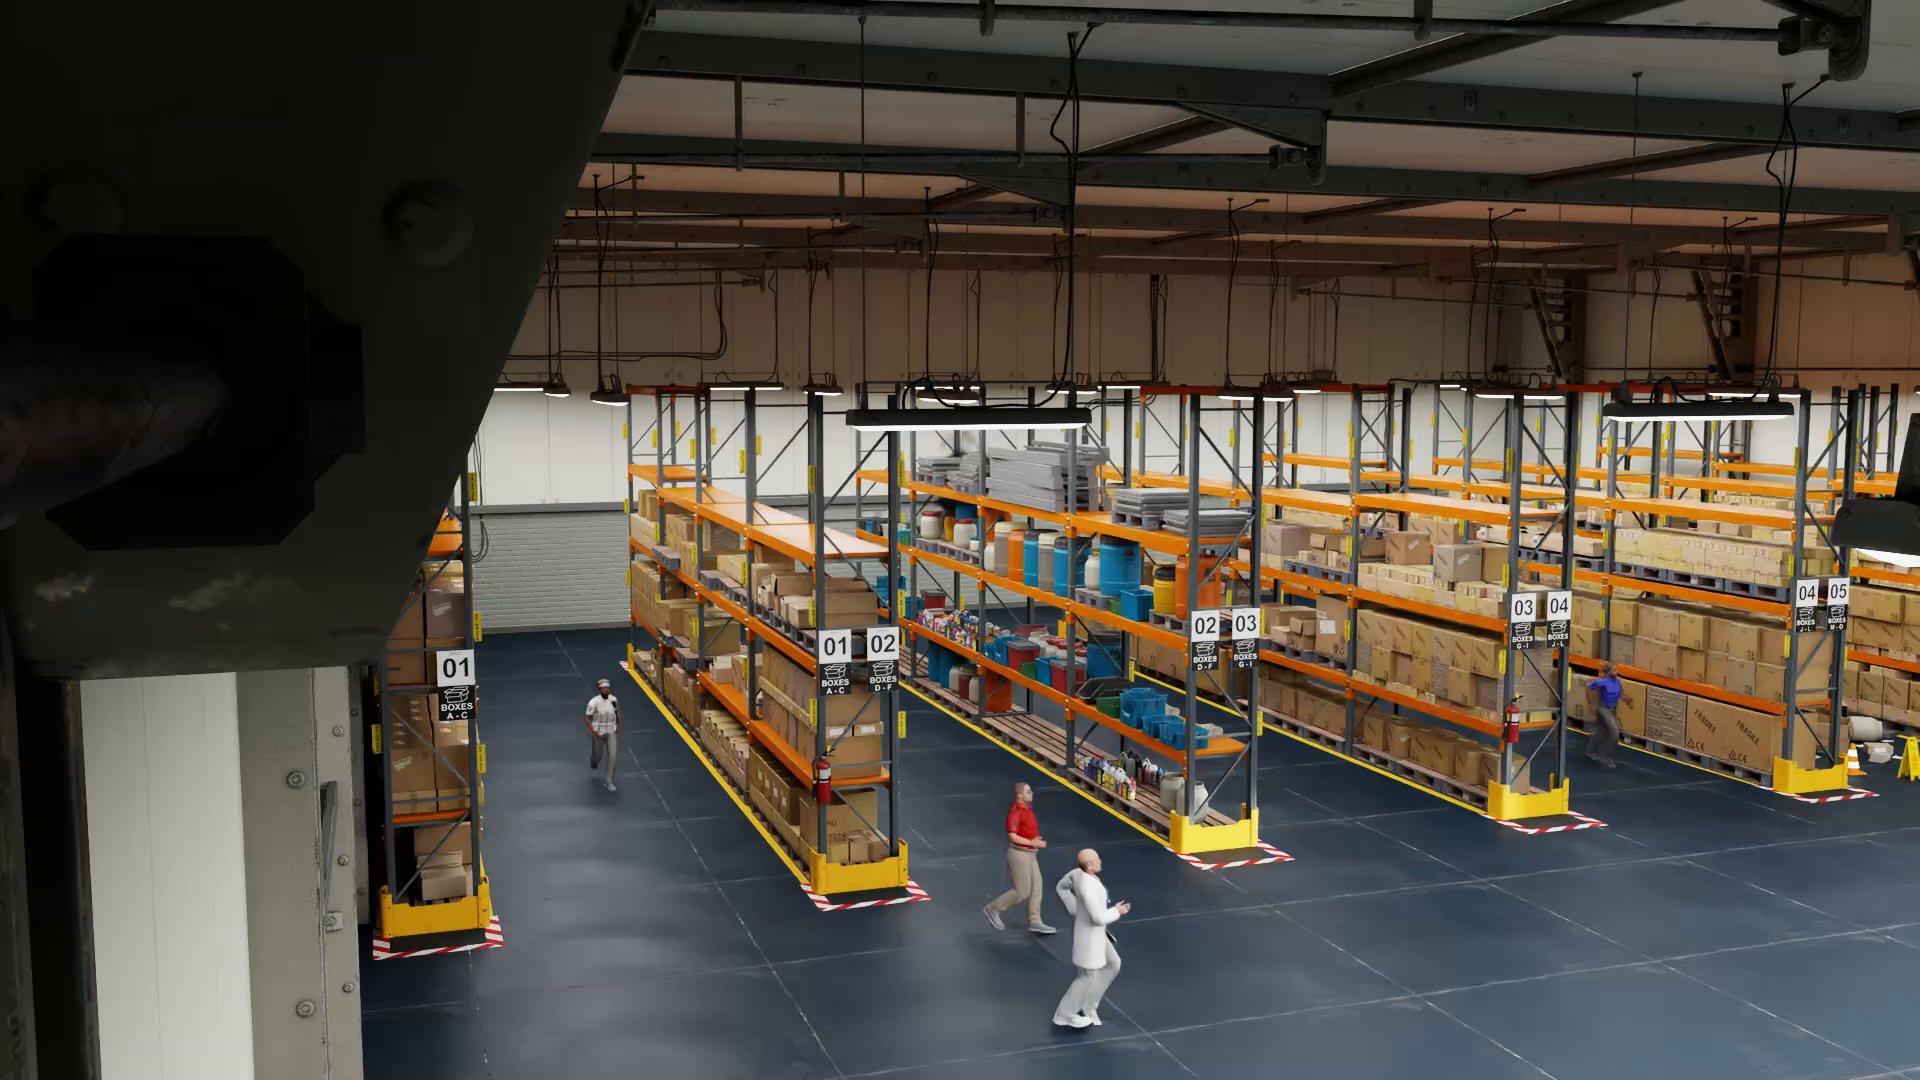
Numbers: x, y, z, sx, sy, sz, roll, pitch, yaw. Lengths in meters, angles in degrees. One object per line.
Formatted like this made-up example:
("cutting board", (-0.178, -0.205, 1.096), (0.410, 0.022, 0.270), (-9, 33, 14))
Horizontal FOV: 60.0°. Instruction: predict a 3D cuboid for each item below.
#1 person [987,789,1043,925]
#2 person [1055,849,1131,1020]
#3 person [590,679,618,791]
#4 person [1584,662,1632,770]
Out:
("person", (0.619, 3.553, 18.648), (0.606, 1.564, 0.414), (1, 6, 13))
("person", (1.271, 3.756, 15.890), (0.719, 1.666, 0.684), (0, 6, 1))
("person", (-5.415, 2.925, 25.244), (0.382, 1.682, 0.864), (-3, 7, -25))
("person", (10.300, 2.786, 26.461), (0.537, 1.712, 0.827), (-4, 7, -36))
